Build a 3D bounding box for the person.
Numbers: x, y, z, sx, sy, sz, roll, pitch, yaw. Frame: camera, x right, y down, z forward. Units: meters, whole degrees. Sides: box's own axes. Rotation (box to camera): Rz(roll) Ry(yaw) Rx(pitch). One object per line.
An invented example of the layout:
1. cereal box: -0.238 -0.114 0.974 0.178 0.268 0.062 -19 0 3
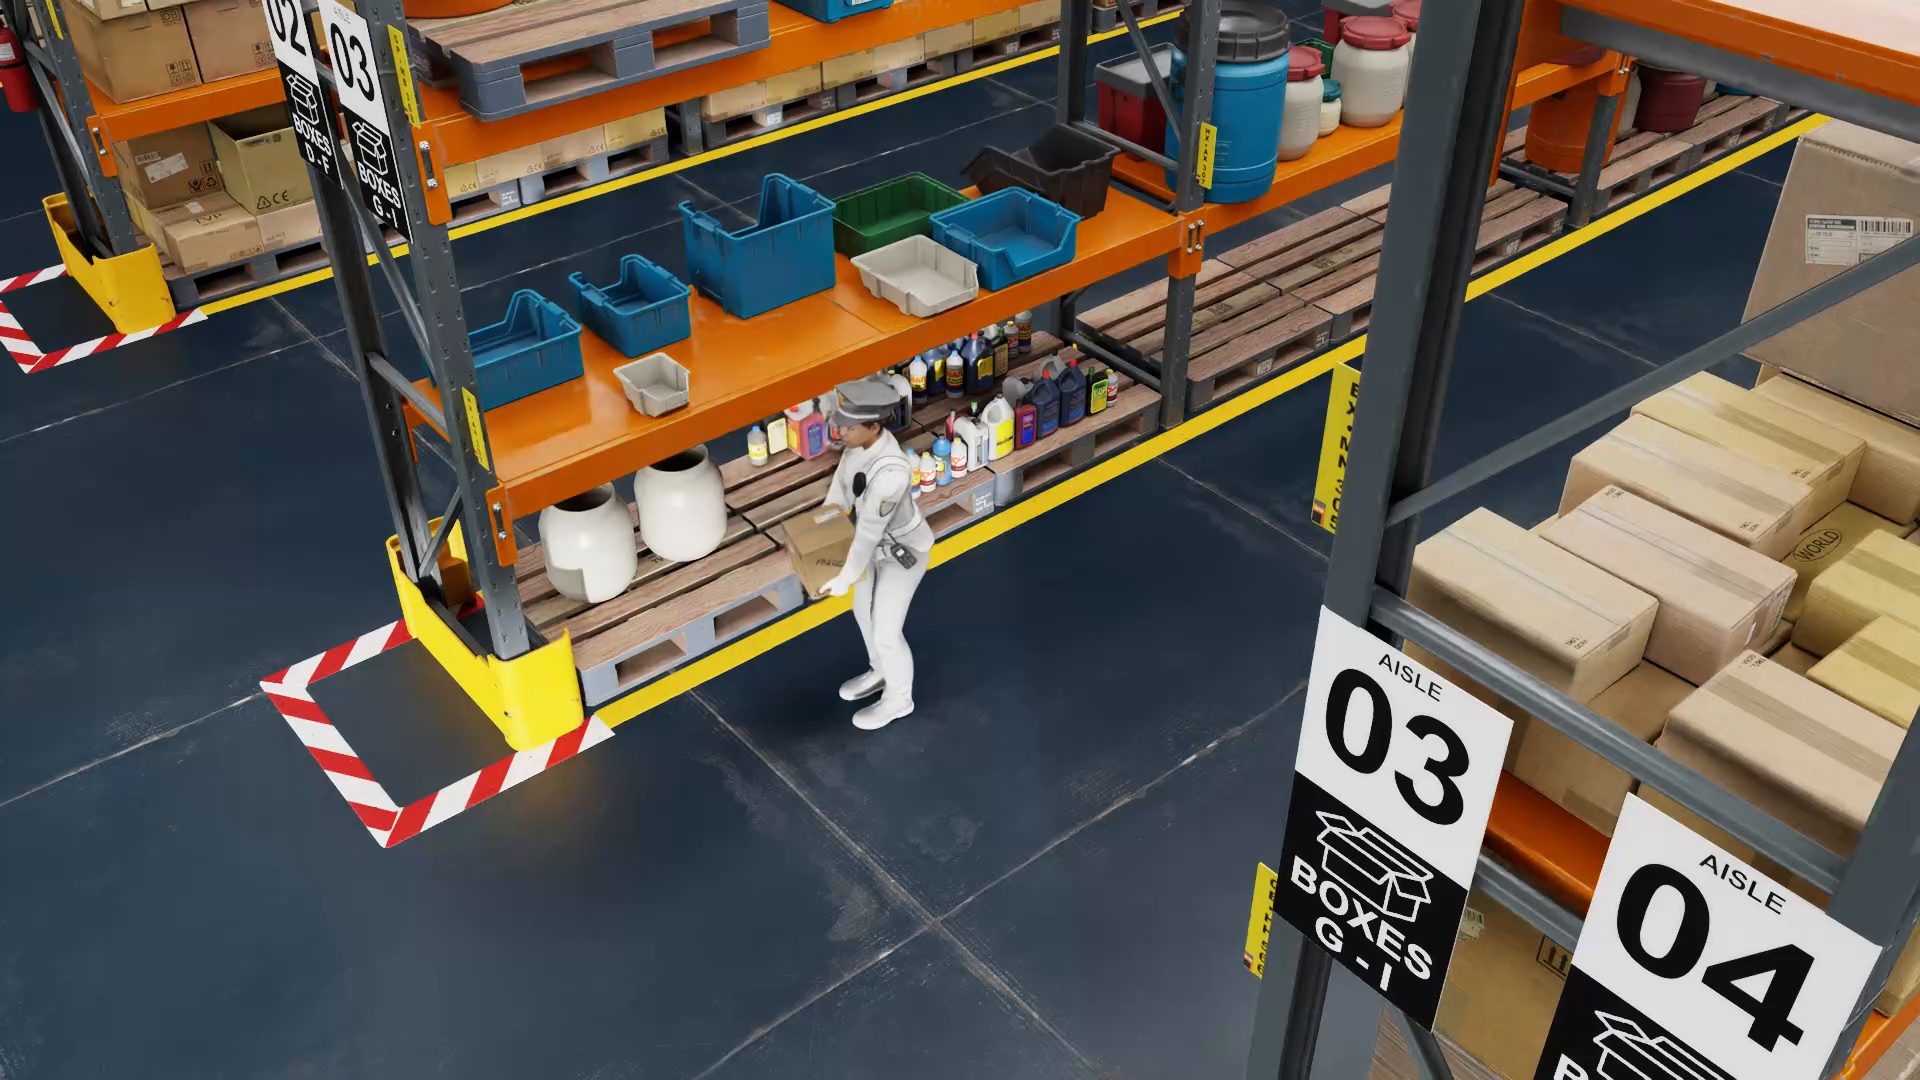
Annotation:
1. person: -0.383 0.072 6.983 0.542 1.667 0.414 -14 38 -18
